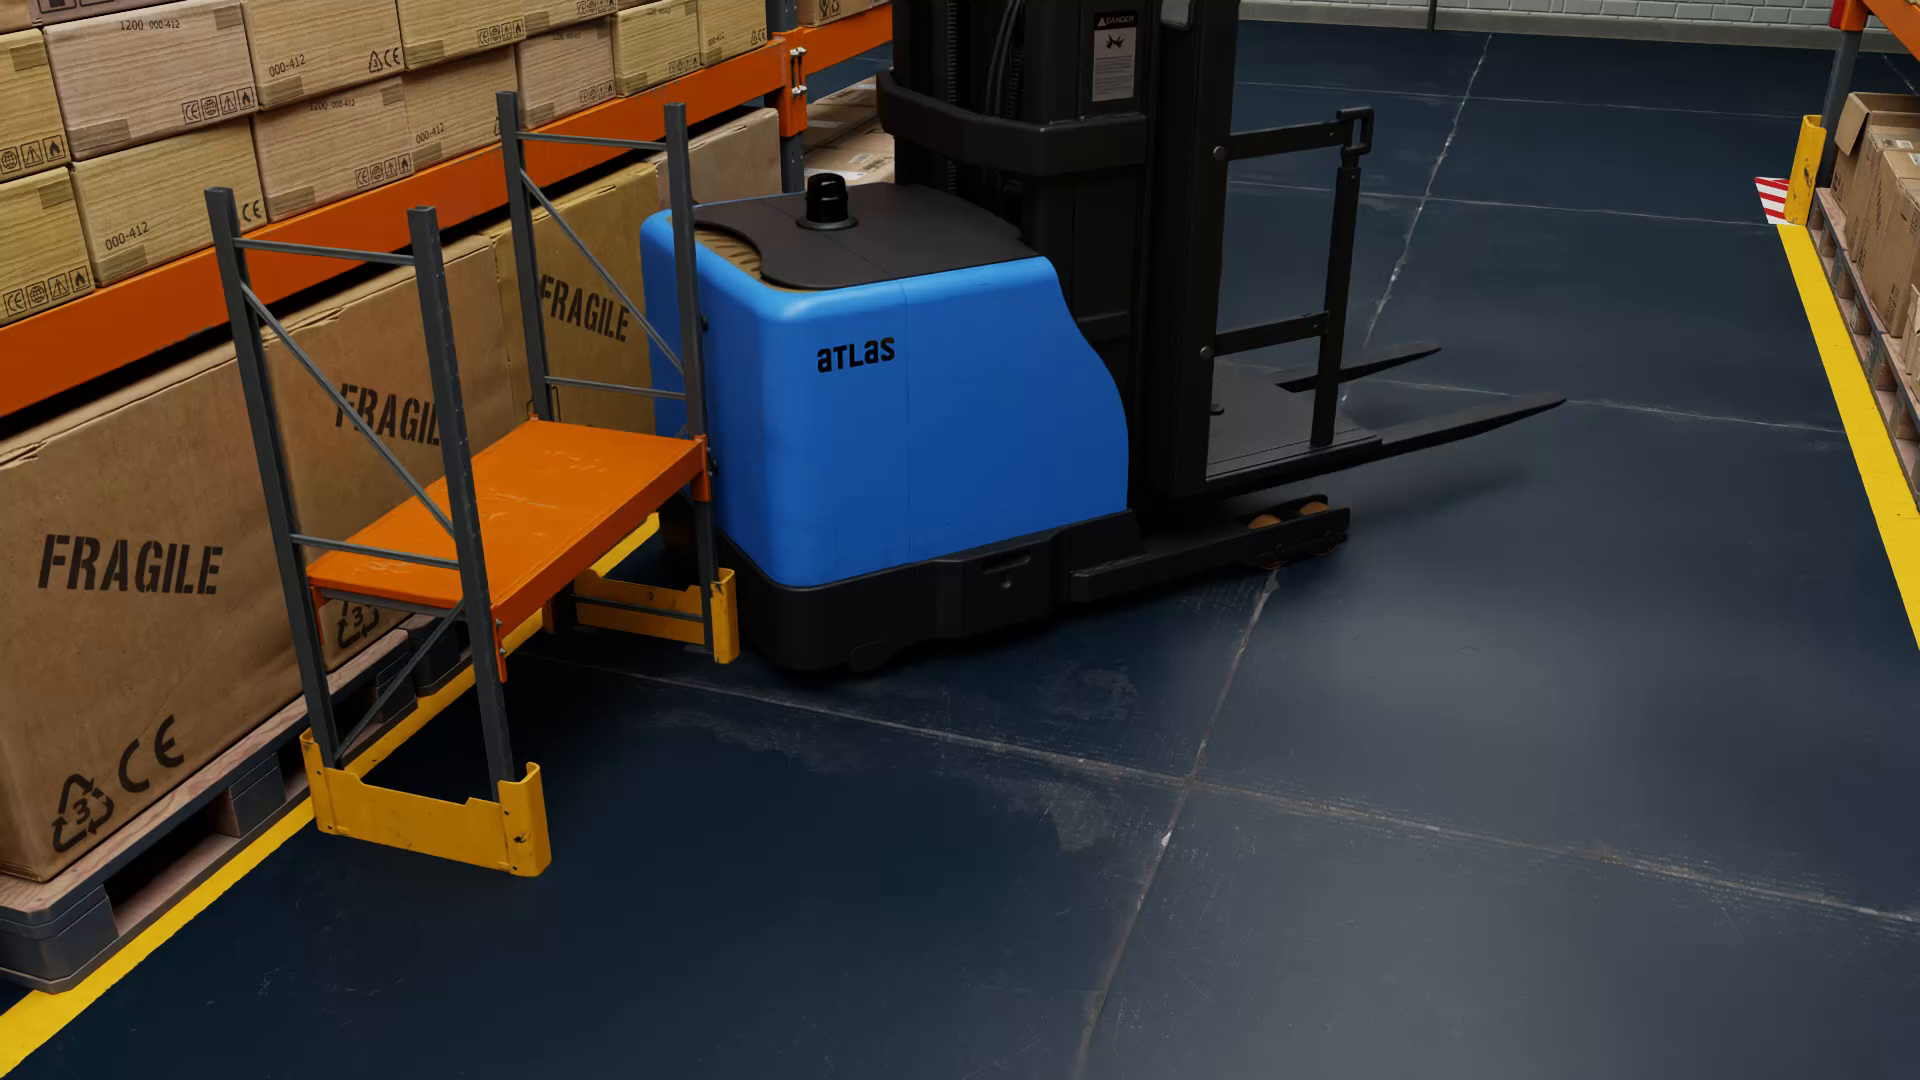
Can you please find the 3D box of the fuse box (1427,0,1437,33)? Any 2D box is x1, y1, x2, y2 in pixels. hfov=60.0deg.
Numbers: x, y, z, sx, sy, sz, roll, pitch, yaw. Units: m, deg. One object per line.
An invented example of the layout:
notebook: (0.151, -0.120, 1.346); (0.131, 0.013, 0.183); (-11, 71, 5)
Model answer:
fuse box: (4.036, -5.099, 13.818); (0.539, 1.711, 0.414); (9, 27, 17)

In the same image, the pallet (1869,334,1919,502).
pallet: (3.830, -0.388, 5.809); (1.003, 0.211, 1.213); (9, 27, 17)

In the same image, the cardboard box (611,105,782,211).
cardboard box: (-1.212, -1.046, 5.924); (0.875, 0.875, 0.875); (10, 27, 19)

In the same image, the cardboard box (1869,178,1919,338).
cardboard box: (3.972, -1.059, 6.381); (0.700, 0.500, 0.500); (8, 27, 15)

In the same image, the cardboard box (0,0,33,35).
cardboard box: (-2.018, -1.098, 2.813); (0.500, 0.500, 0.500); (8, 27, 16)

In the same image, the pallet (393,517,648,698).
pallet: (-1.672, 0.007, 4.994); (1.003, 0.211, 1.213); (9, 27, 17)

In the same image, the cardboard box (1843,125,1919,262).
cardboard box: (4.317, -1.485, 7.263); (0.700, 0.500, 0.500); (10, 28, 20)

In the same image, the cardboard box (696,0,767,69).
cardboard box: (-0.993, -1.791, 5.679); (0.500, 0.250, 0.500); (8, 27, 16)

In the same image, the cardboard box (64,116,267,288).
cardboard box: (-1.858, -0.746, 3.521); (0.500, 0.250, 0.500); (8, 27, 16)

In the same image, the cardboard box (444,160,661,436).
cardboard box: (-1.506, -0.673, 5.155); (0.875, 0.875, 0.875); (10, 27, 19)

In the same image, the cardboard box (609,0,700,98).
cardboard box: (-1.164, -1.582, 5.247); (0.500, 0.250, 0.500); (8, 27, 17)

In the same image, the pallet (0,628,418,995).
pallet: (-2.079, 0.507, 3.962); (1.003, 0.211, 1.213); (9, 27, 17)

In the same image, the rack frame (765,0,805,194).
rack frame: (-1.082, -2.079, 6.102); (1.000, 3.000, 0.127); (9, 27, 17)

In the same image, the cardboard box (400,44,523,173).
cardboard box: (-1.517, -1.164, 4.385); (0.500, 0.250, 0.500); (9, 27, 17)

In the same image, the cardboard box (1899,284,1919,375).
cardboard box: (3.628, -0.738, 5.987); (0.396, 0.266, 0.258); (10, 27, 19)

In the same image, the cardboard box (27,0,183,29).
cardboard box: (-1.862, -1.303, 3.237); (0.500, 0.500, 0.500); (9, 27, 18)

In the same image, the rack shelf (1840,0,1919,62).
rack shelf: (4.266, -1.859, 6.473); (1.077, 0.370, 4.000); (9, 27, 17)

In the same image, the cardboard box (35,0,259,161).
cardboard box: (-1.838, -0.978, 3.426); (0.500, 0.250, 0.500); (9, 27, 19)

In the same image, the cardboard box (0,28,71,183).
cardboard box: (-2.011, -0.765, 2.987); (0.500, 0.250, 0.500); (9, 27, 17)

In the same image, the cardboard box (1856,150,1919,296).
cardboard box: (4.047, -1.283, 6.844); (0.500, 0.500, 0.500); (9, 27, 18)

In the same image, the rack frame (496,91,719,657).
rack frame: (-0.895, -0.391, 4.337); (0.500, 1.500, 0.032); (8, 27, 16)

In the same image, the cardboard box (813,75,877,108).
cardboard box: (-0.172, -2.096, 8.595); (0.875, 0.438, 0.875); (9, 27, 19)

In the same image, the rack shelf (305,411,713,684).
rack shelf: (-1.054, -0.019, 3.981); (0.538, 0.185, 1.000); (8, 27, 16)

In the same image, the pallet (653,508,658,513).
pallet: (-1.267, -0.496, 6.033); (1.003, 0.211, 1.213); (9, 27, 17)

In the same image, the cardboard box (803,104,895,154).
cardboard box: (-0.474, -1.726, 7.830); (0.875, 0.438, 0.875); (8, 27, 16)

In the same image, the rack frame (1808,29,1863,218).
rack frame: (4.932, -3.005, 8.014); (1.000, 3.000, 0.127); (9, 27, 17)

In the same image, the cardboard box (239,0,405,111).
cardboard box: (-1.661, -1.181, 3.845); (0.500, 0.250, 0.500); (9, 27, 17)

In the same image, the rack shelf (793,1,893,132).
rack shelf: (-0.416, -2.577, 7.957); (1.077, 0.370, 4.000); (9, 27, 17)

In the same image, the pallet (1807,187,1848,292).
pallet: (4.642, -1.391, 7.880); (1.003, 0.211, 1.213); (9, 27, 17)

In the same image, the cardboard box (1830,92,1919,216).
cardboard box: (4.639, -1.833, 7.976); (0.797, 0.503, 0.637); (8, 27, 15)

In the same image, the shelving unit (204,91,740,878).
shelving unit: (-1.052, -0.185, 3.911); (0.587, 1.500, 1.083); (8, 27, 16)

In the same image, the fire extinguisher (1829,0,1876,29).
fire extinguisher: (4.545, -2.930, 8.375); (0.296, 0.674, 0.183); (9, 27, 17)

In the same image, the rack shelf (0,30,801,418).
rack shelf: (-1.747, -0.934, 4.562); (1.077, 0.370, 4.000); (9, 27, 17)

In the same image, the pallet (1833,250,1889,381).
pallet: (4.234, -0.891, 6.848); (1.003, 0.211, 1.213); (9, 27, 17)

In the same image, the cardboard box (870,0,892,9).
cardboard box: (-0.507, -2.485, 6.826); (0.500, 0.500, 0.500); (9, 27, 18)

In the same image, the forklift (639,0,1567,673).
forklift: (0.619, -1.414, 4.807); (3.031, 2.935, 1.130); (-14, 29, -26)

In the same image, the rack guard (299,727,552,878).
rack guard: (-1.208, 0.584, 3.757); (0.587, 0.250, 0.087); (8, 27, 16)

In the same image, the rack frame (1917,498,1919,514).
rack frame: (3.600, -1.361, 4.619); (1.000, 3.000, 0.127); (9, 27, 17)

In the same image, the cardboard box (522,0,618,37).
cardboard box: (-1.325, -1.600, 4.711); (0.500, 0.250, 0.500); (9, 27, 19)

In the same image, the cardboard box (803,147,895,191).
cardboard box: (-0.771, -1.358, 7.070); (0.875, 0.438, 0.875); (8, 27, 17)

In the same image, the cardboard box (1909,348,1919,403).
cardboard box: (3.509, -0.538, 5.709); (0.380, 0.149, 0.250); (8, 27, 16)

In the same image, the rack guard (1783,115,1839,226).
rack guard: (4.906, -1.849, 8.494); (1.175, 0.500, 0.348); (9, 27, 17)

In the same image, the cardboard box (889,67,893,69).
cardboard box: (0.124, -2.473, 9.374); (0.875, 0.438, 0.875); (8, 27, 16)

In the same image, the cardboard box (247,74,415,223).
cardboard box: (-1.678, -0.961, 3.965); (0.500, 0.250, 0.500); (10, 27, 19)

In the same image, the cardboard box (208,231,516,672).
cardboard box: (-1.804, -0.306, 4.396); (0.875, 0.875, 0.875); (9, 27, 18)

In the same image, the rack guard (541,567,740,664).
rack guard: (-0.895, 0.172, 4.609); (0.587, 0.250, 0.087); (8, 27, 16)

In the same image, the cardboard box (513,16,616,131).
cardboard box: (-1.350, -1.377, 4.824); (0.500, 0.250, 0.500); (8, 27, 16)

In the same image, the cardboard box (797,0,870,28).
cardboard box: (-0.678, -2.279, 6.401); (0.500, 0.500, 0.500); (10, 27, 19)

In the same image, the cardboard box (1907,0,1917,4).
cardboard box: (4.088, -2.274, 6.793); (0.380, 0.149, 0.250); (8, 27, 16)

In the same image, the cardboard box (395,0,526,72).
cardboard box: (-1.479, -1.387, 4.271); (0.500, 0.250, 0.500); (9, 27, 18)

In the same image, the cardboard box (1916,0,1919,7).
cardboard box: (4.019, -2.163, 6.564); (0.380, 0.149, 0.250); (9, 27, 19)

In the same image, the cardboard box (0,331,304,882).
cardboard box: (-2.104, 0.060, 3.640); (0.875, 0.875, 0.875); (8, 27, 17)

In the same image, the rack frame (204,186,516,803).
rack frame: (-1.214, 0.029, 3.469); (0.500, 1.500, 0.032); (8, 27, 16)

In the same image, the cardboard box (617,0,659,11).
cardboard box: (-1.158, -1.814, 5.153); (0.500, 0.250, 0.500); (9, 27, 19)

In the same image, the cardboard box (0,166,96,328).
cardboard box: (-2.013, -0.533, 3.080); (0.500, 0.250, 0.500); (8, 27, 17)
